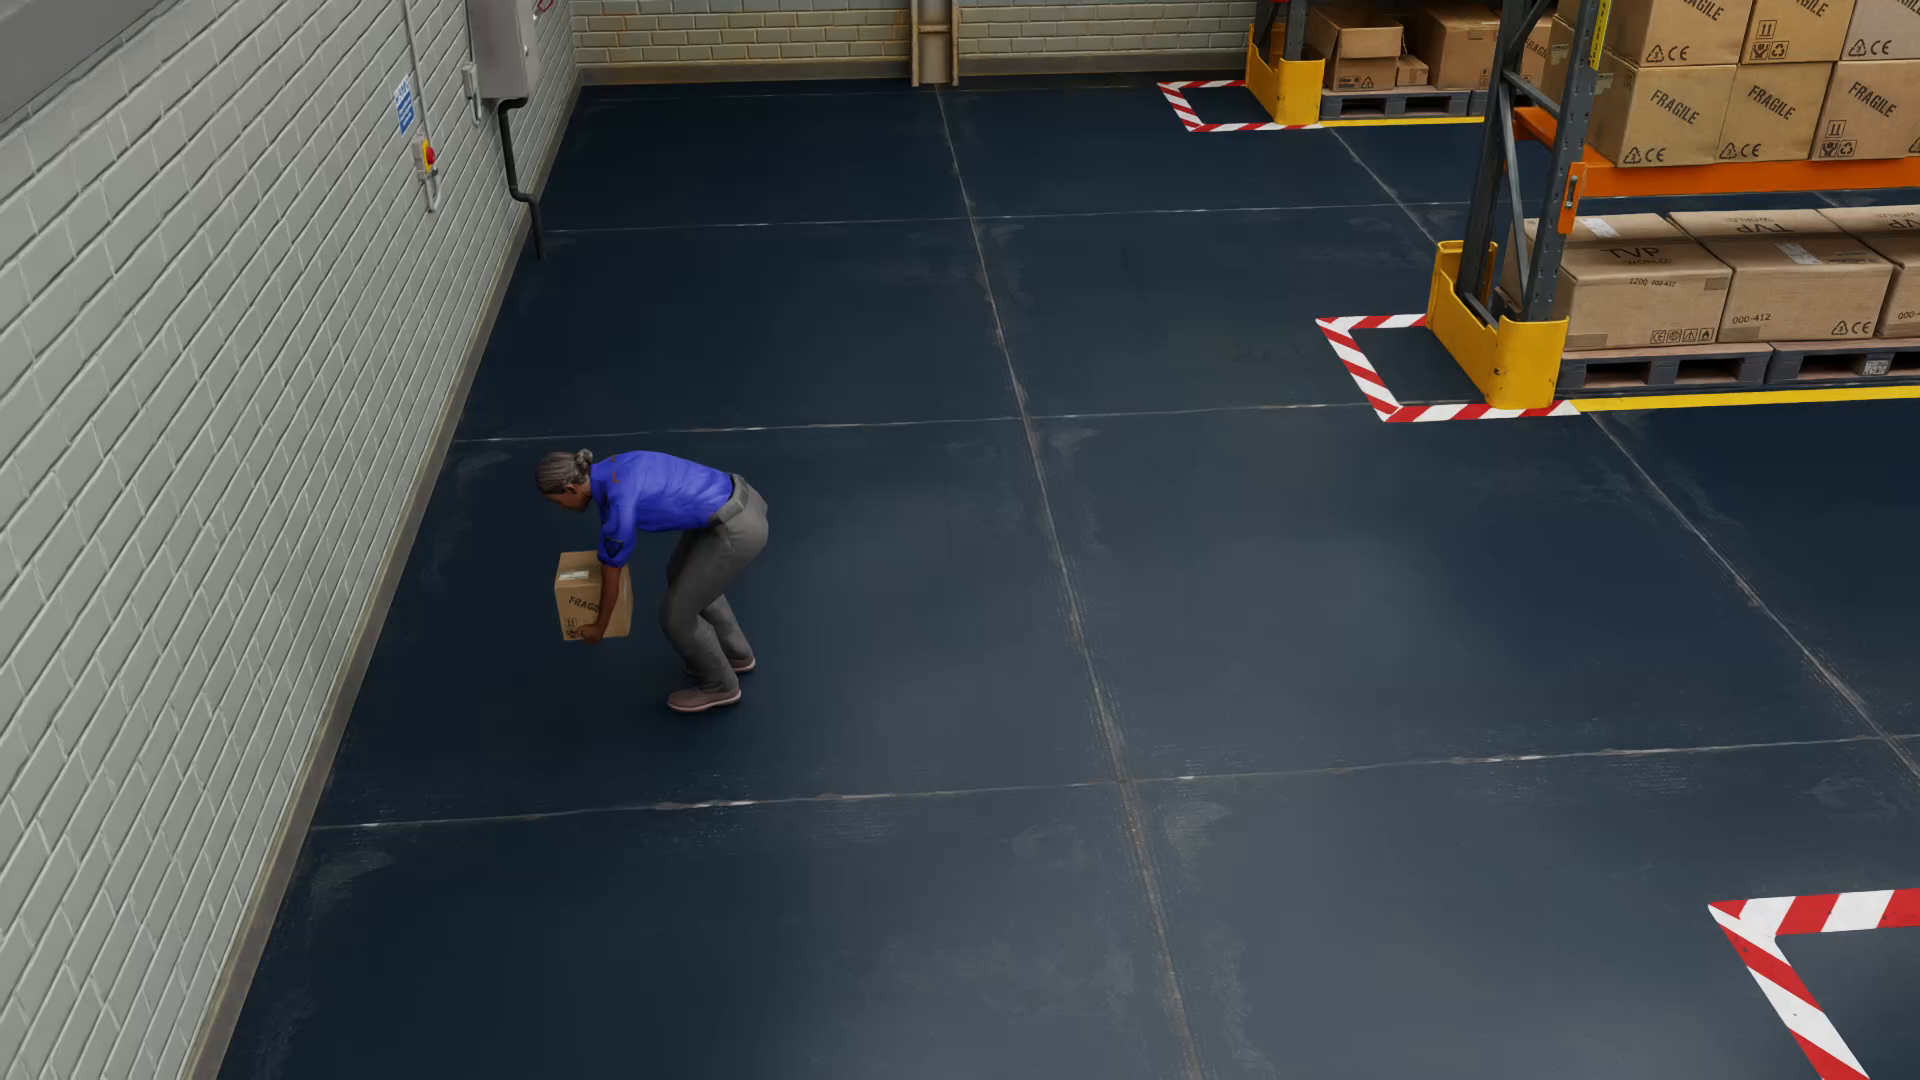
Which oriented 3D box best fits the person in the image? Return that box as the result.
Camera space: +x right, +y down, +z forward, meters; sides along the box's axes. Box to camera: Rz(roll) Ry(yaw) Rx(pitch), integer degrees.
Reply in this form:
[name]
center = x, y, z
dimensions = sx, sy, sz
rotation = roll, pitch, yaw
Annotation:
[person]
center = -1.152, 0.128, 6.444
dimensions = 0.846, 1.126, 0.437
rotation = -4, 32, -7
